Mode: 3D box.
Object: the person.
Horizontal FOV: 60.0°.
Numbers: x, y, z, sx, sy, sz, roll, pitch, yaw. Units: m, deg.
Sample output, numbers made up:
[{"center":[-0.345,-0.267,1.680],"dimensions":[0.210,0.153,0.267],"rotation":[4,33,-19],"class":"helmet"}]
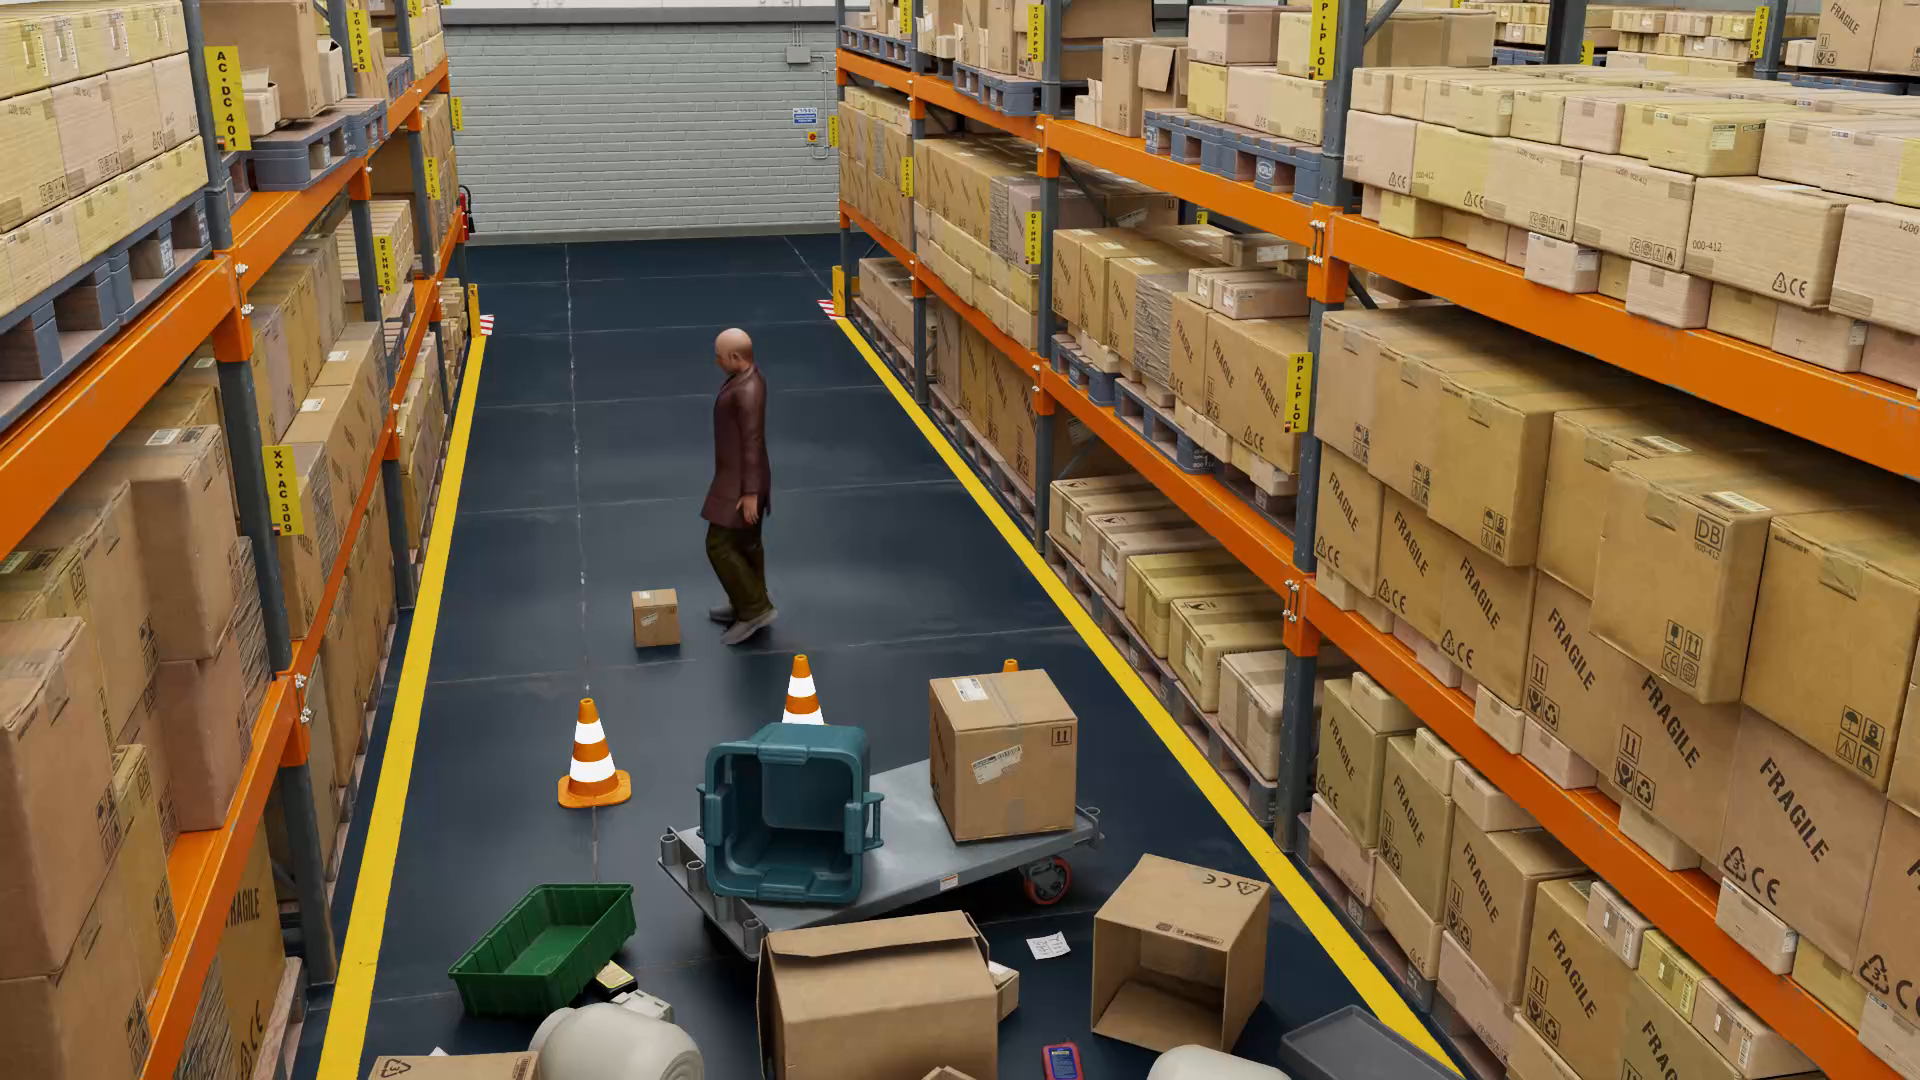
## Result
[{"center":[-1.271,-0.321,9.498],"dimensions":[0.437,1.809,0.676],"rotation":[-1,19,-2],"class":"person"}]
